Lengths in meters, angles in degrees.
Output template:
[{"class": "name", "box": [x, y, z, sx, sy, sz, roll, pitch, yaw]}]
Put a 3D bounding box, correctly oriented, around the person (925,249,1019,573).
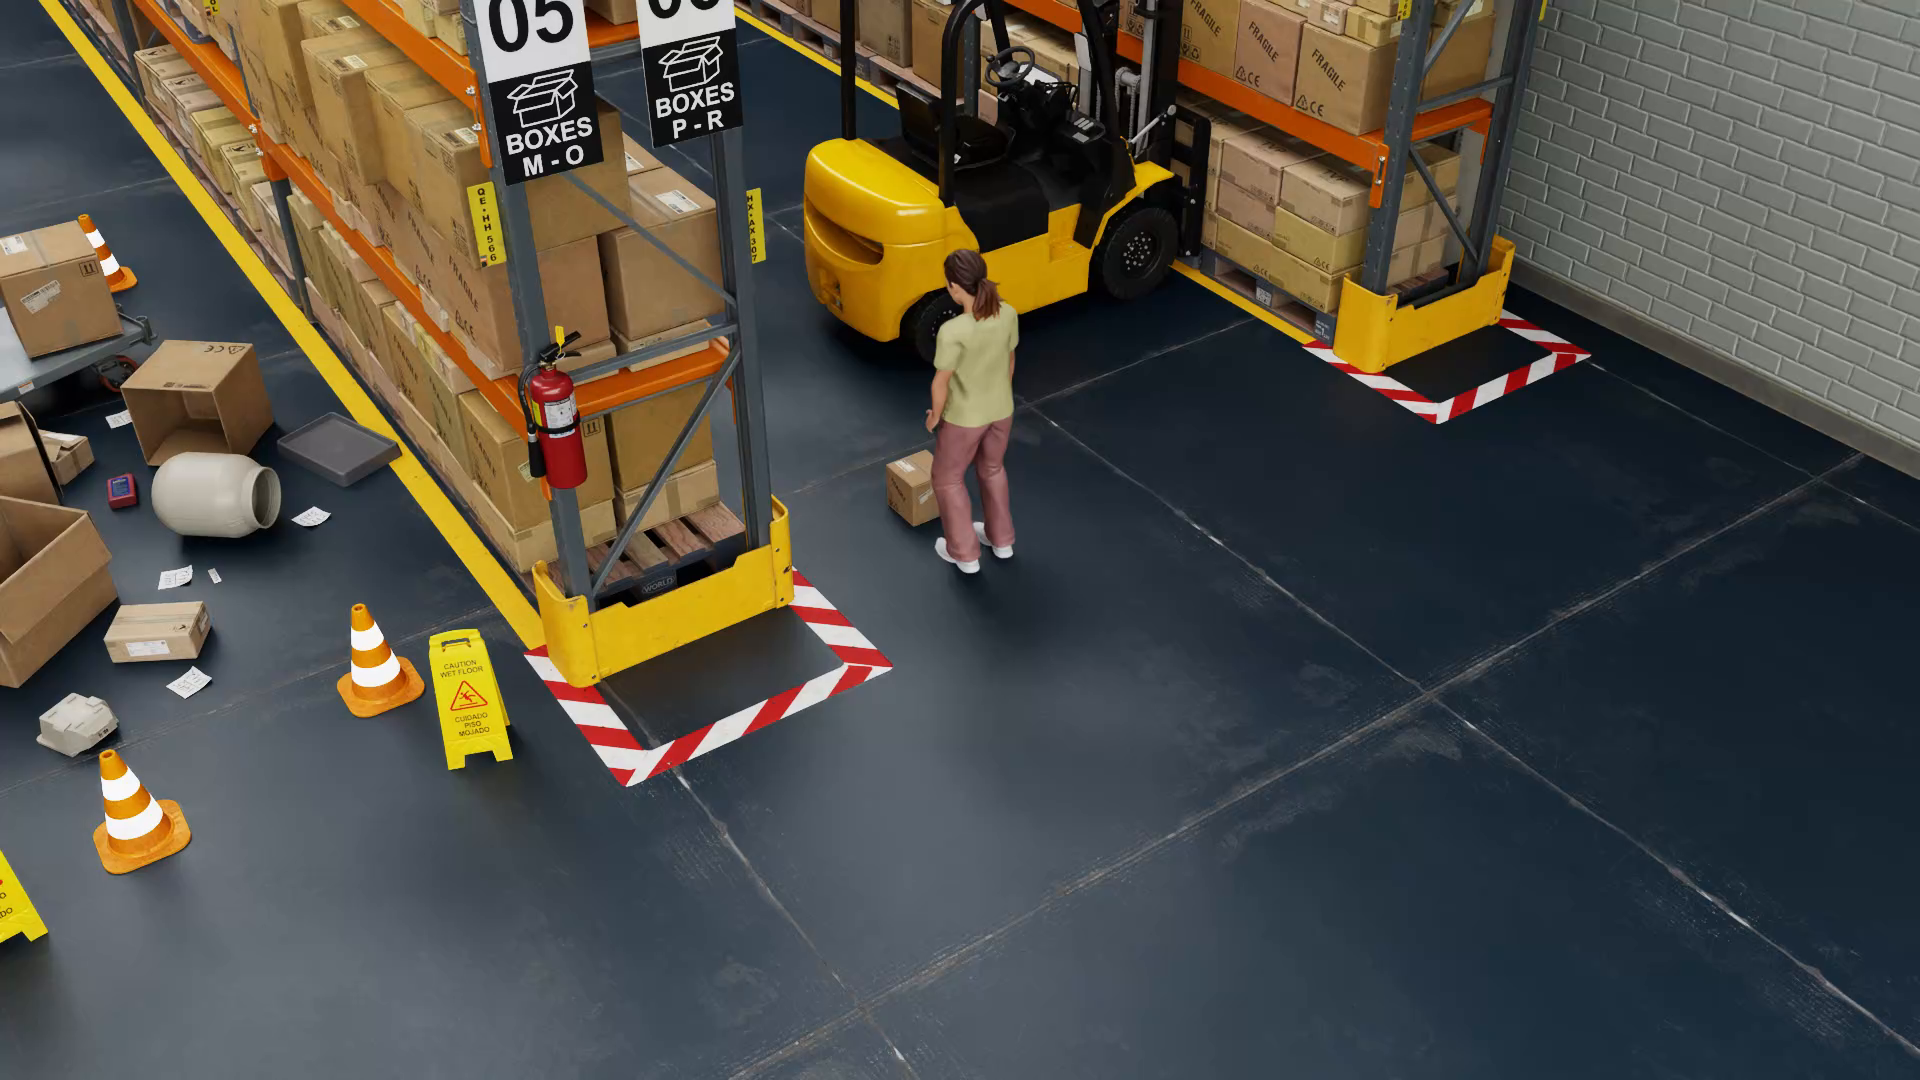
[{"class": "person", "box": [0.058, -0.588, 7.820, 0.458, 1.657, 0.344, -22, 42, -27]}]
